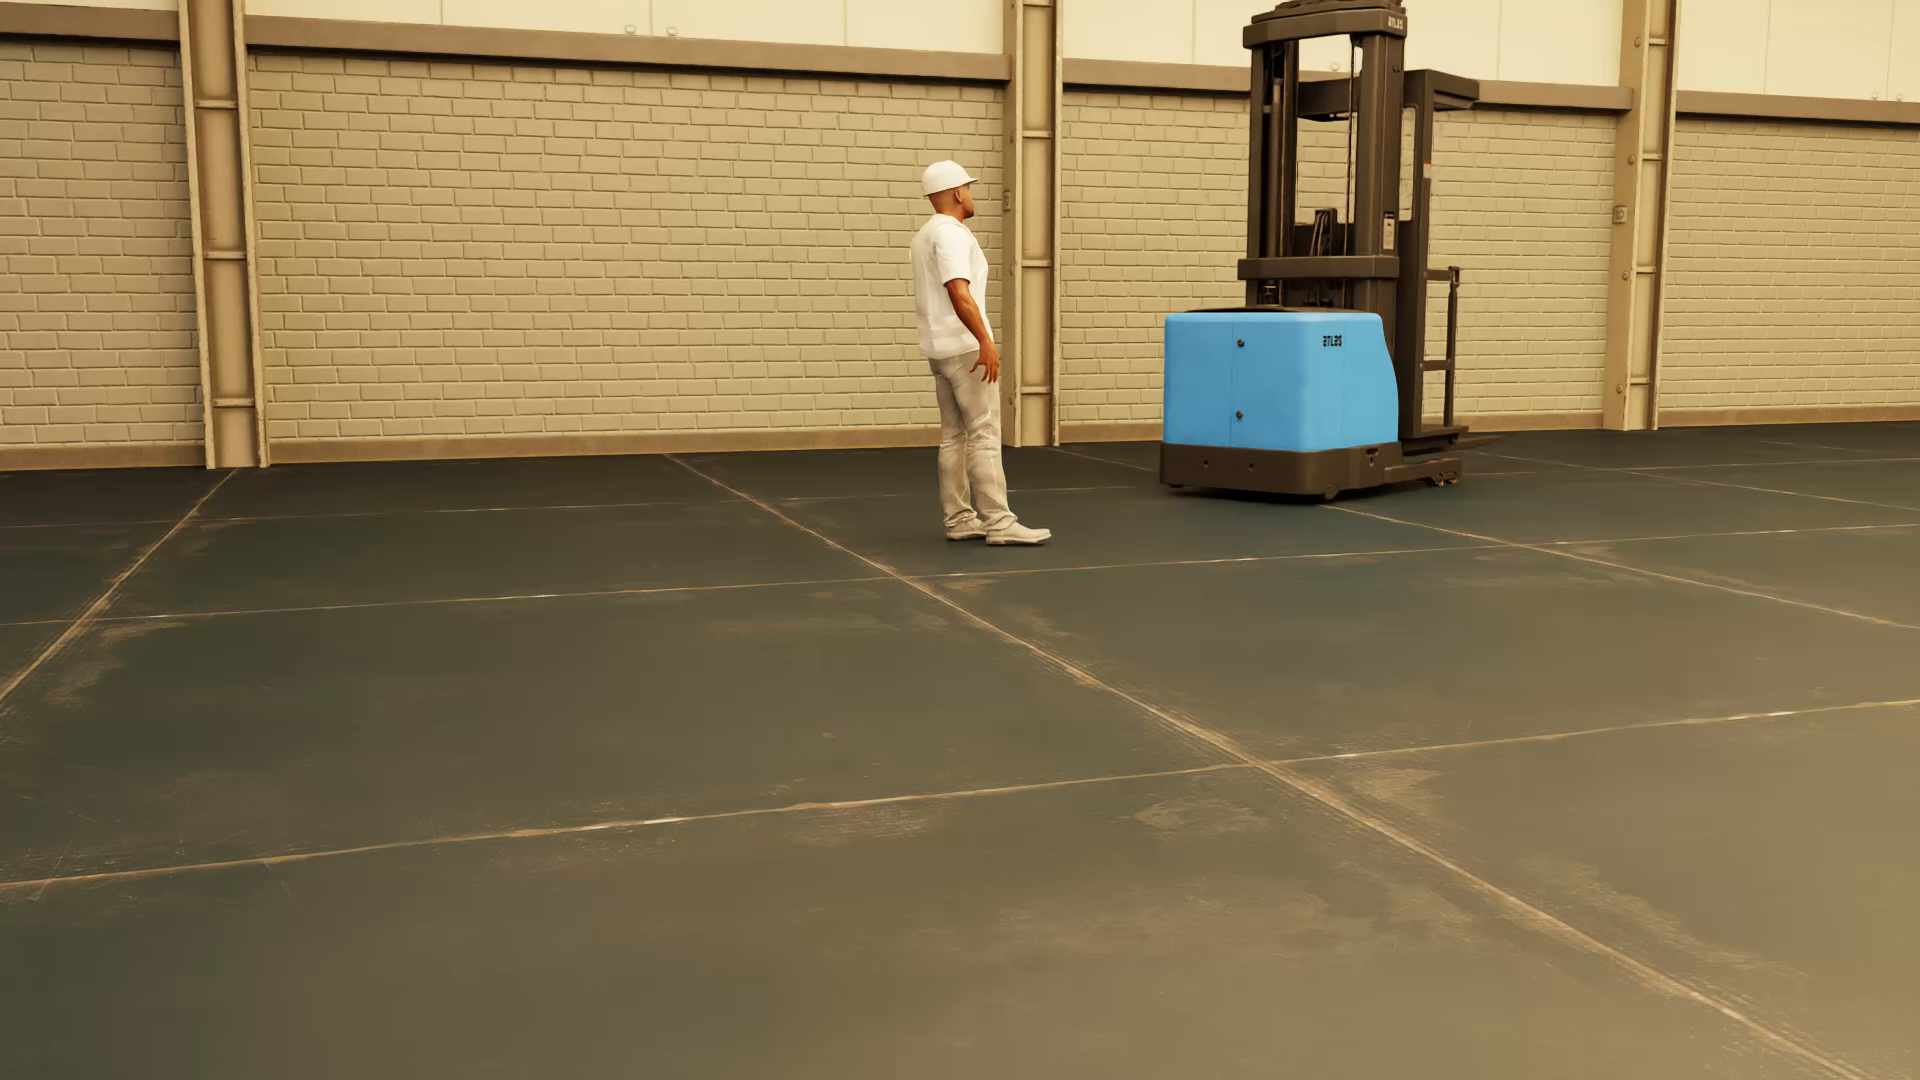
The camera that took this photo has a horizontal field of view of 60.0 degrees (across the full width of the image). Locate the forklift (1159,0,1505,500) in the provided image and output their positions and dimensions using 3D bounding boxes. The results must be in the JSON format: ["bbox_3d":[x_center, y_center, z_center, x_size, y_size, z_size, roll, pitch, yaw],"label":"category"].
[{"bbox_3d":[2.535,-1.826,10.474,1.130,2.935,3.031,7,10,41],"label":"forklift"}]

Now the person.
[{"bbox_3d":[0.067,-0.885,7.820,0.577,1.765,0.666,-3,8,-18],"label":"person"}]
